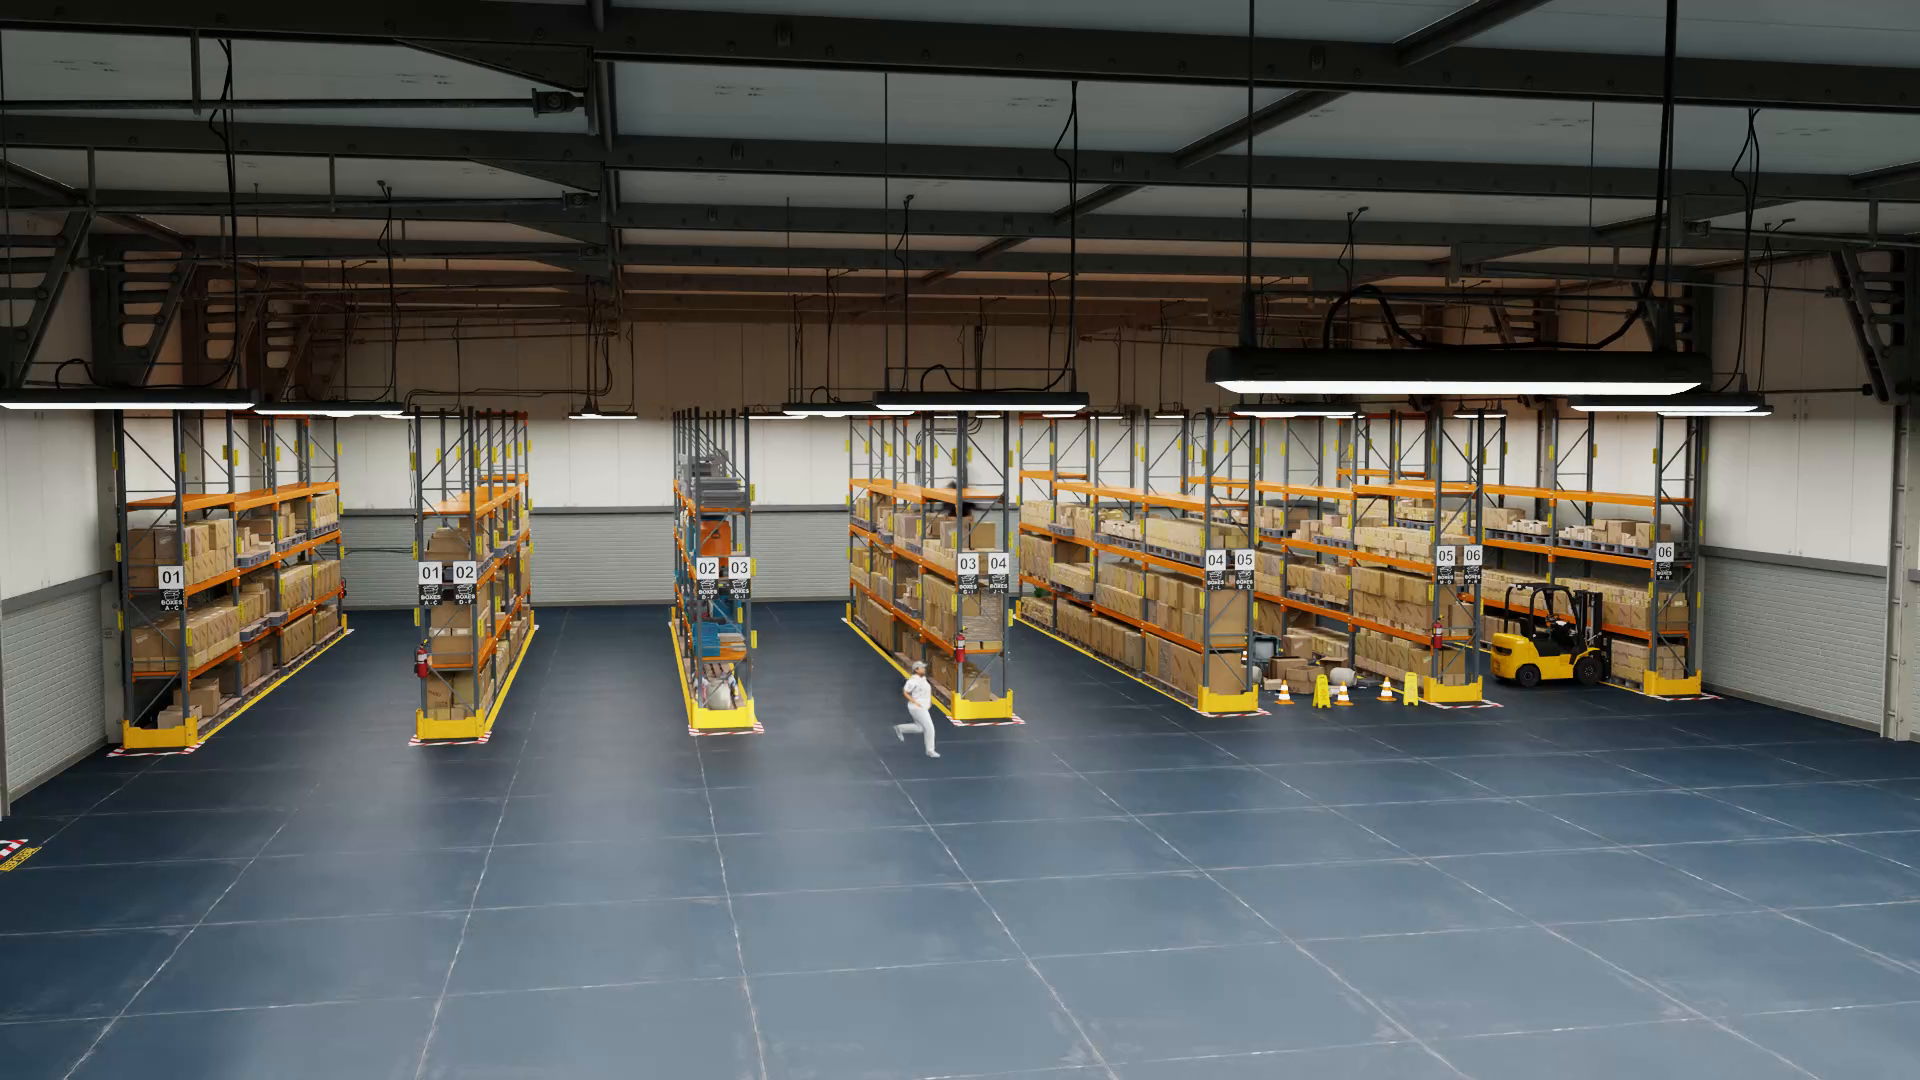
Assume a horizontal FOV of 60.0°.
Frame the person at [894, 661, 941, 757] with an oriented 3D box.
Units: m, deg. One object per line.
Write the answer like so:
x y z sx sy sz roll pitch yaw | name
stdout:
-0.738 2.902 28.610 0.893 1.651 0.596 1 4 16 | person

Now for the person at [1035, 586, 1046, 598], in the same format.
2.563 1.298 50.090 0.617 1.738 0.689 -1 4 -8 | person
